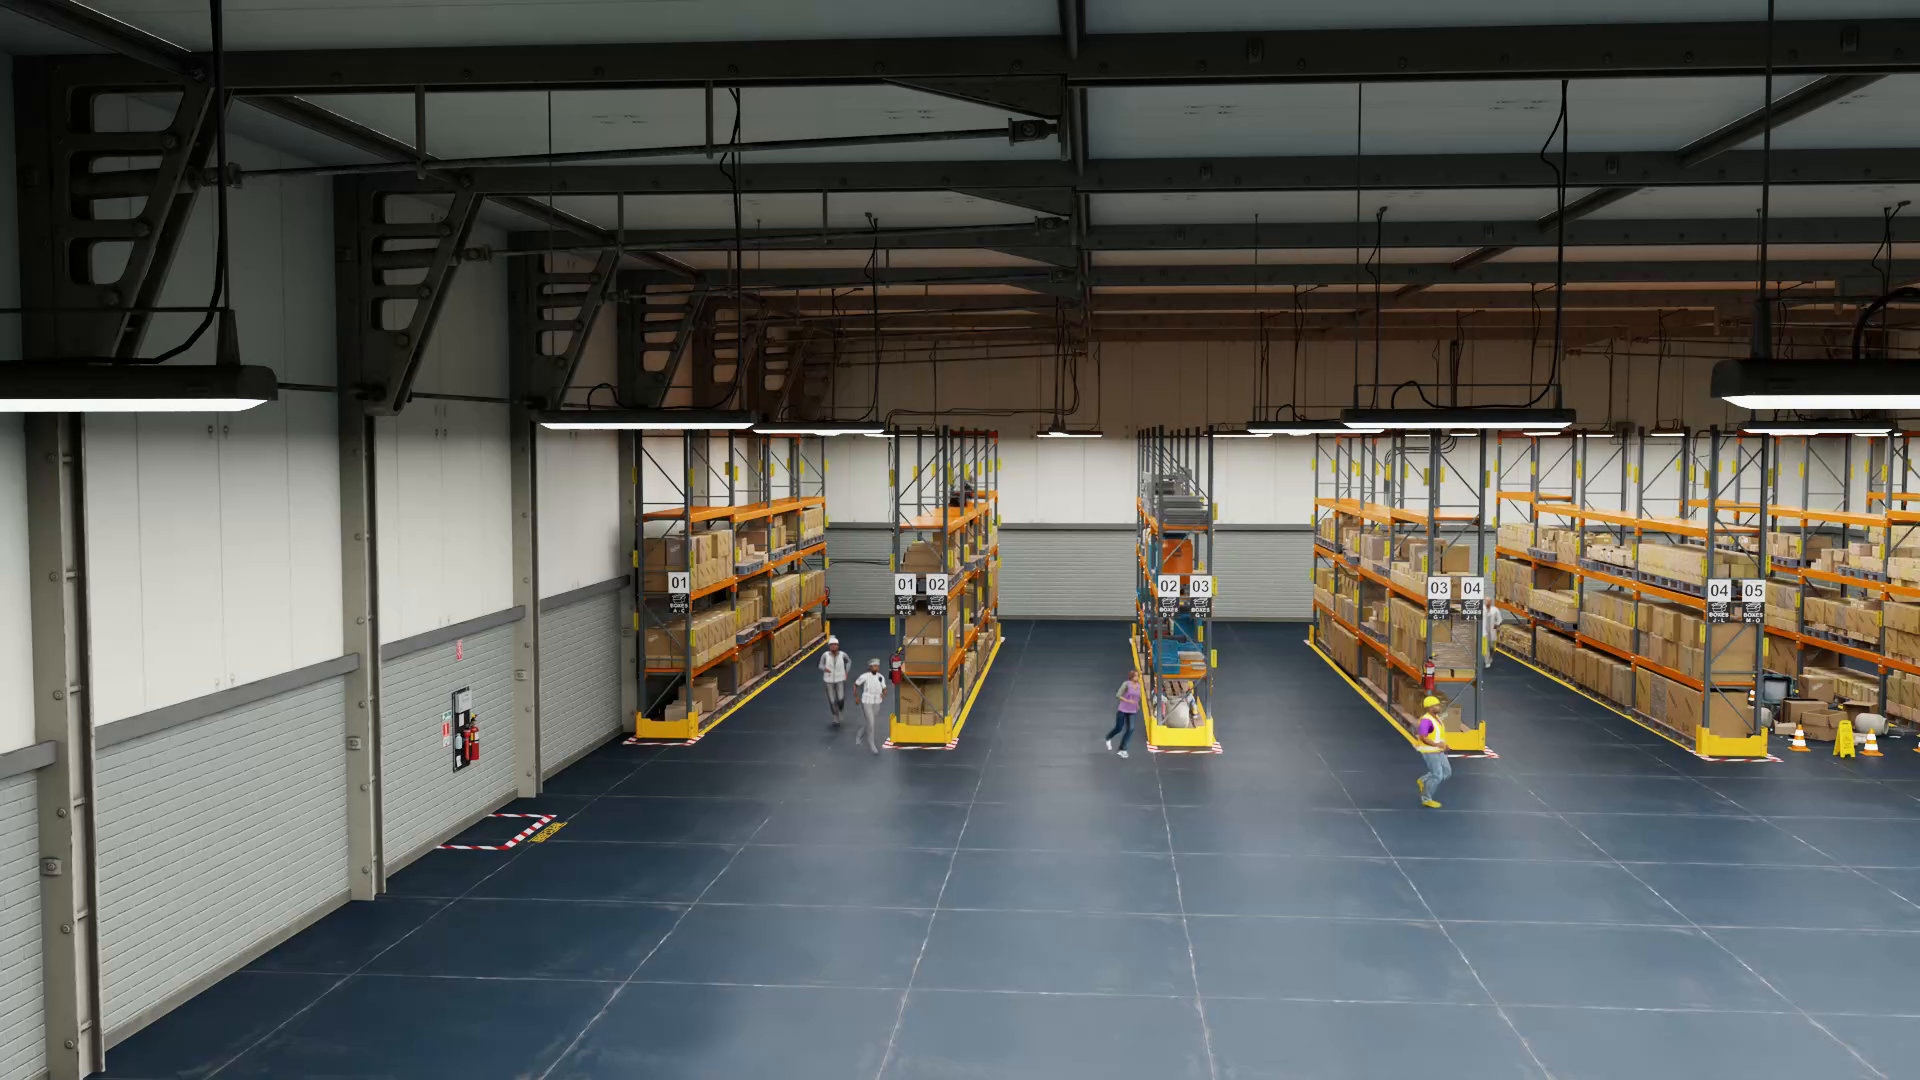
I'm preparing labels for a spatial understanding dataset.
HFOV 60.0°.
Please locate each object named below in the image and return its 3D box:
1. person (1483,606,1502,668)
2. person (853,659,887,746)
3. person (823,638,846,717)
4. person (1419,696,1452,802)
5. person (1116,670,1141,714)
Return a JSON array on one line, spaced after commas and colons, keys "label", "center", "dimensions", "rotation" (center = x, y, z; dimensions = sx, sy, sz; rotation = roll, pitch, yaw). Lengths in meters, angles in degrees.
[{"label": "person", "center": [13.341, 2.420, 42.102], "dimensions": [0.720, 1.559, 0.794], "rotation": [1, 3, 10]}, {"label": "person", "center": [-1.636, 2.973, 30.728], "dimensions": [0.609, 1.570, 0.701], "rotation": [-2, 4, -31]}, {"label": "person", "center": [-2.528, 2.793, 33.483], "dimensions": [0.446, 1.664, 0.646], "rotation": [0, 3, -2]}, {"label": "person", "center": [7.422, 3.270, 25.969], "dimensions": [0.532, 1.659, 0.700], "rotation": [2, 4, 34]}, {"label": "person", "center": [3.102, 2.761, 30.167], "dimensions": [0.547, 0.815, 0.473], "rotation": [-1, 4, -23]}]
